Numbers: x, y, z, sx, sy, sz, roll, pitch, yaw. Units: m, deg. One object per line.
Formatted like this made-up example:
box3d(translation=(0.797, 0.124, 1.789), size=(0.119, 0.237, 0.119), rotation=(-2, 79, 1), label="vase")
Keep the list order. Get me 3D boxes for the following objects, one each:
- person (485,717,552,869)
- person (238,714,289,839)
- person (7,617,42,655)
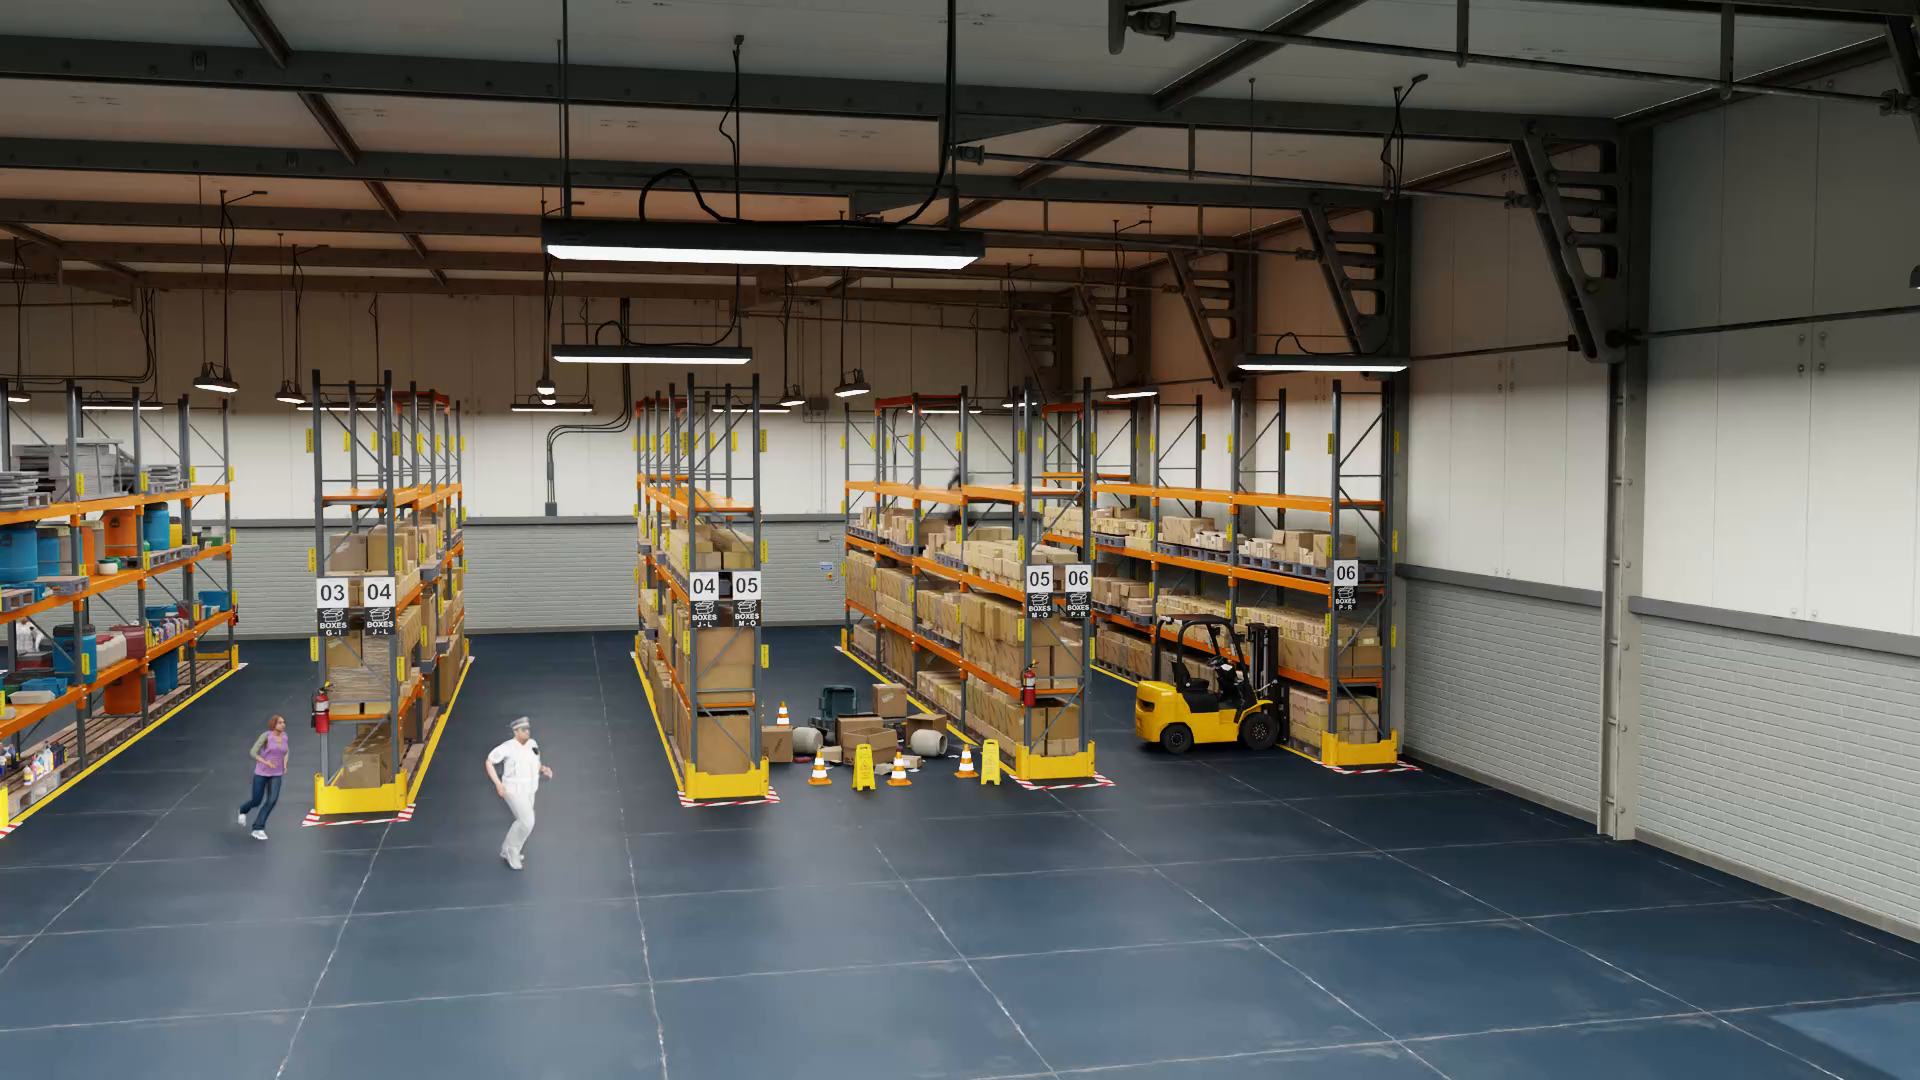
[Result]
box3d(translation=(-5.189, 2.996, 19.741), size=(0.724, 1.811, 0.653), rotation=(2, 4, 26), label="person")
box3d(translation=(-8.897, 3.007, 21.386), size=(0.759, 1.535, 0.595), rotation=(3, 4, 42), label="person")
box3d(translation=(-18.836, 2.237, 33.481), size=(0.602, 1.711, 0.678), rotation=(-1, 4, -24), label="person")
